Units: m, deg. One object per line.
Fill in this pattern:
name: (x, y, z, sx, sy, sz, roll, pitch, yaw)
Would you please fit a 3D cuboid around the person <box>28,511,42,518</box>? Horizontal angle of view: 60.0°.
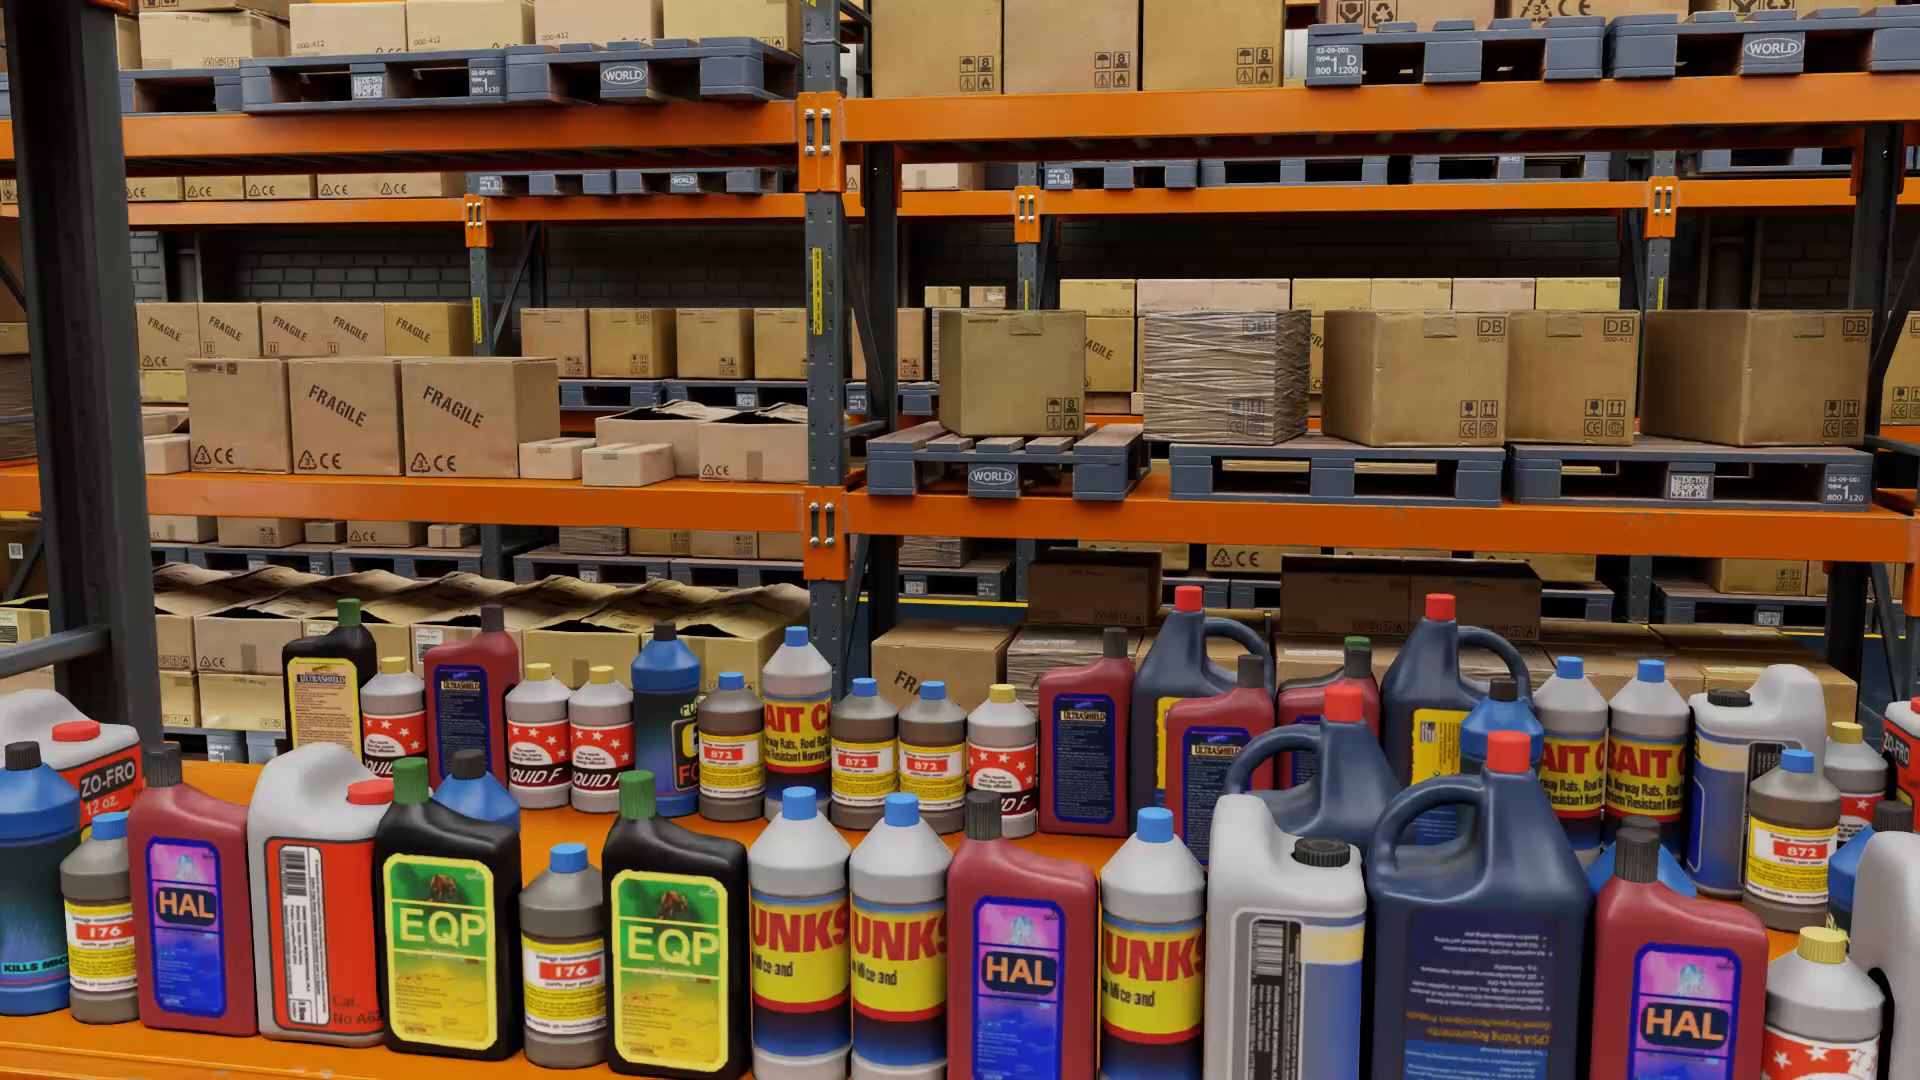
person: (-5.652, -0.325, 10.497, 0.625, 1.752, 0.593, 3, 9, 22)
